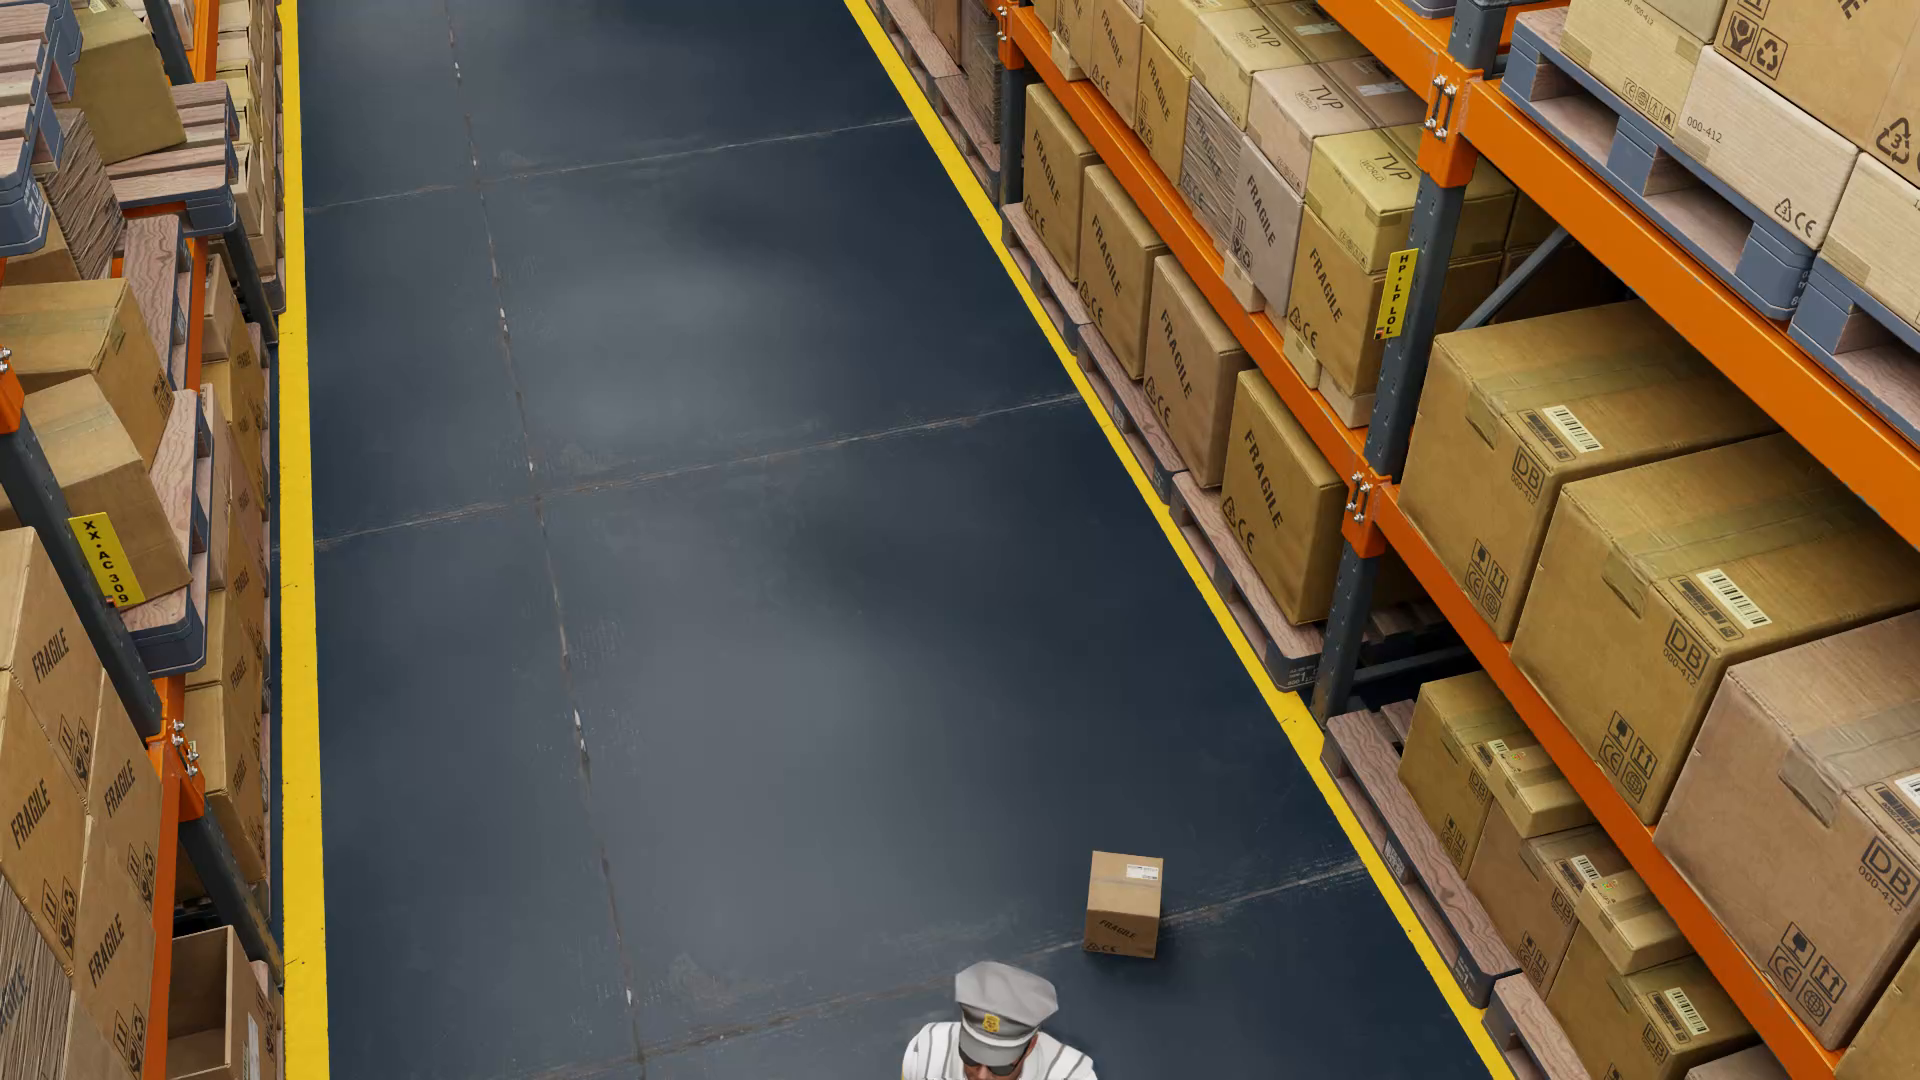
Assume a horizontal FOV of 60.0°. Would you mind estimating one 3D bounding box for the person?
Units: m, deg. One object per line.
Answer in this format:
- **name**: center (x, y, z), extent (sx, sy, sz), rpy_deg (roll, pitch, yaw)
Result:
- **person**: center (0.103, 1.656, 4.290), extent (0.523, 1.724, 1.010), rpy_deg (5, 42, 6)
